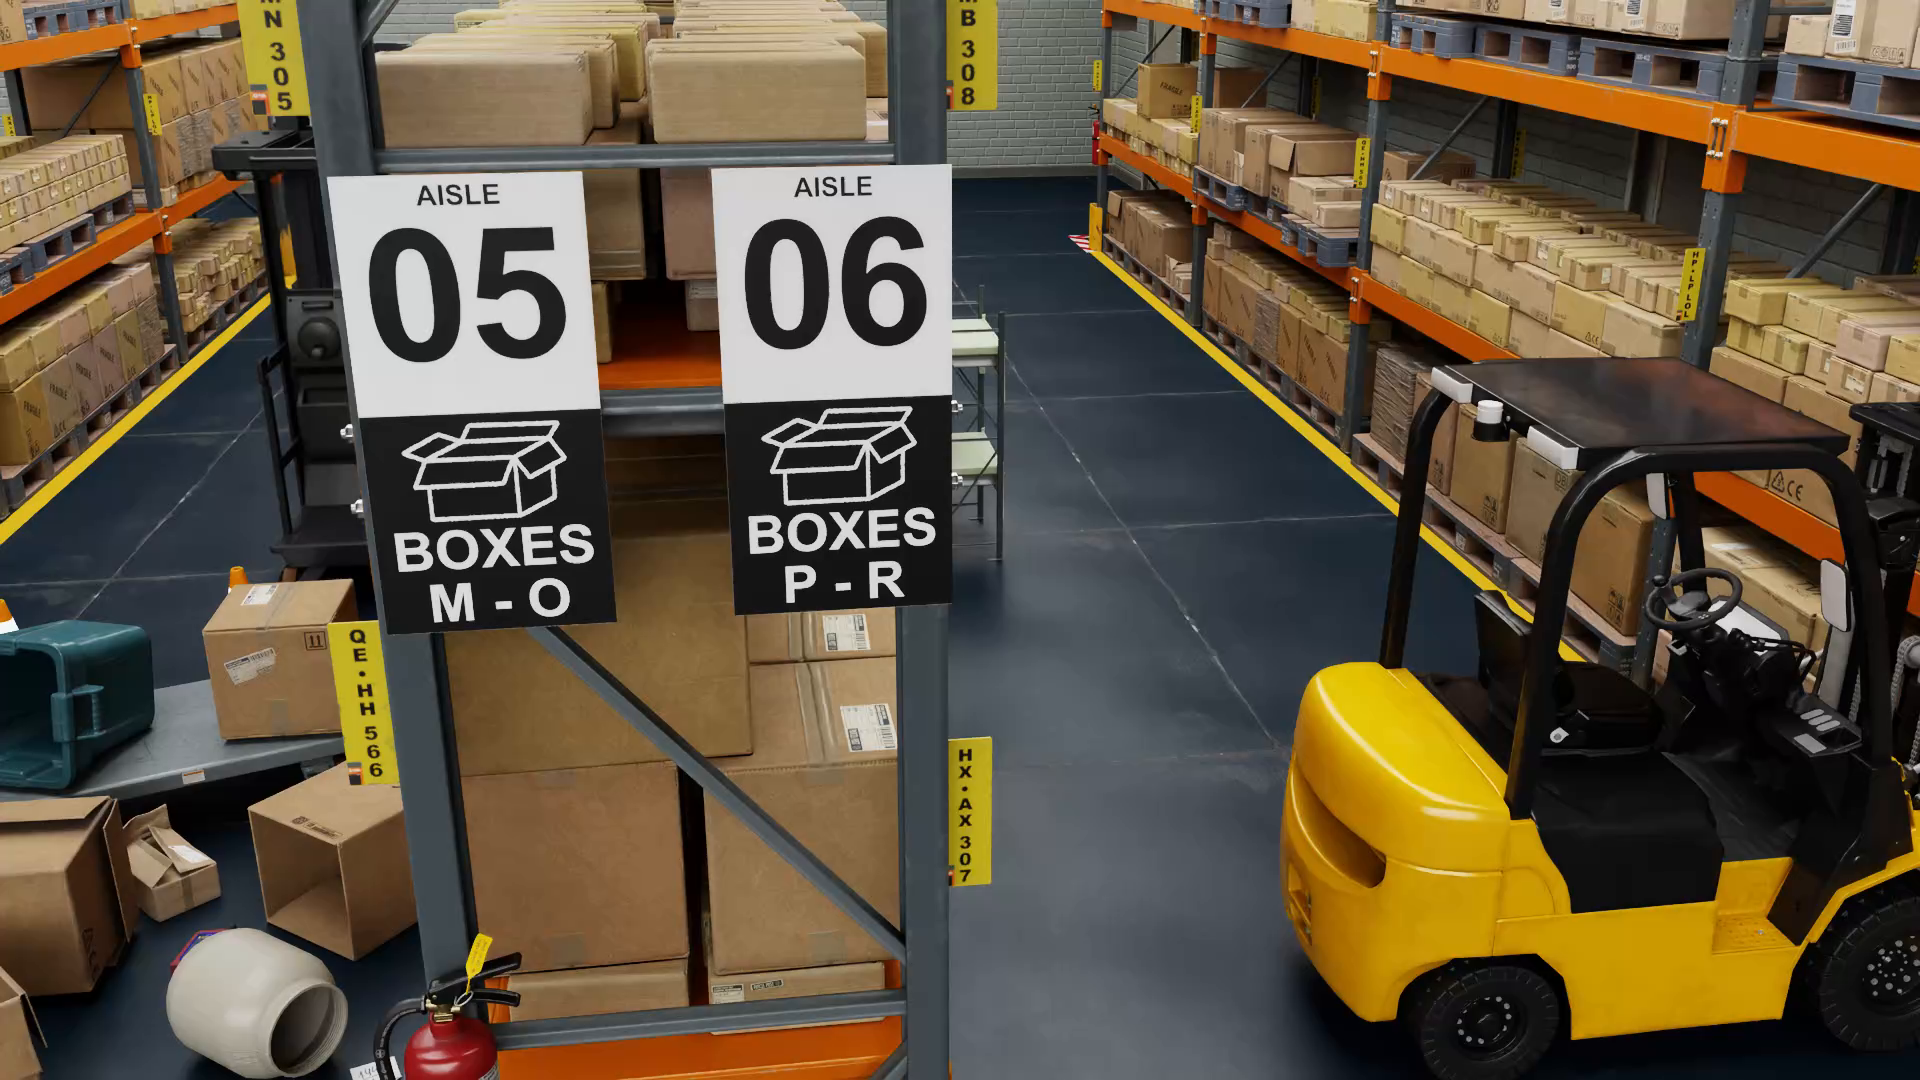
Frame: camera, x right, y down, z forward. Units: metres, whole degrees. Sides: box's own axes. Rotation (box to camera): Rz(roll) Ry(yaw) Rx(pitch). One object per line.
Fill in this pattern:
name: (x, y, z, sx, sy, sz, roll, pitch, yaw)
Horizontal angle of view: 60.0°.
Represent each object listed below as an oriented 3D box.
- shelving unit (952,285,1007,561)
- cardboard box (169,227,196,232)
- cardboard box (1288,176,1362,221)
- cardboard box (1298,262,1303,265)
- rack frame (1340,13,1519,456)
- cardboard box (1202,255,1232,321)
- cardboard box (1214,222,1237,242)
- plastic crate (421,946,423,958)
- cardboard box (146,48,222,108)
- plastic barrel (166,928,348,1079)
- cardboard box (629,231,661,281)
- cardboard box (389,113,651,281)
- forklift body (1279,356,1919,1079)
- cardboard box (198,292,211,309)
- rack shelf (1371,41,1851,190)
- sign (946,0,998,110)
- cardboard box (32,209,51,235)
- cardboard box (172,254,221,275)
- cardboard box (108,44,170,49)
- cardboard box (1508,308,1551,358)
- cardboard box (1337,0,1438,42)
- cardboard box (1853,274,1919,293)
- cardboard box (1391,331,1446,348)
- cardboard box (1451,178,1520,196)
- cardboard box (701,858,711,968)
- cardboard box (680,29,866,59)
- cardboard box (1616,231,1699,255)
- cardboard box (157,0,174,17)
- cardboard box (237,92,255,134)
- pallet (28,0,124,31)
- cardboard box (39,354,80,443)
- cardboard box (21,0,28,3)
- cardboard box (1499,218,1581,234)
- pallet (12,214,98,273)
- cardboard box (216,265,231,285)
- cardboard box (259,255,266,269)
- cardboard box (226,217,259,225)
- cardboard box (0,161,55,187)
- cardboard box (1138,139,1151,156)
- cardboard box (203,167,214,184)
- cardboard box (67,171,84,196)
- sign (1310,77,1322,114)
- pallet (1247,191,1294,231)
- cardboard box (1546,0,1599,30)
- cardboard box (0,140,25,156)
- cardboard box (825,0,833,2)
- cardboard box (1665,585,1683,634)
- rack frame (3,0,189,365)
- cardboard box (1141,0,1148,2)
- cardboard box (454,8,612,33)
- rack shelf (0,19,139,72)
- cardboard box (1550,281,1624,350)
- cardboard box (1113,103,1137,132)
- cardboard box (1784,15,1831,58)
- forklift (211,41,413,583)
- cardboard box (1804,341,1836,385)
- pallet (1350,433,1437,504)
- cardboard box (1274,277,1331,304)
shelving unit: (0.001, -0.700, 9.948, 0.431, 1.500, 0.755, -3, 21, -8)
cardboard box: (-7.907, -3.045, 16.706, 0.380, 0.149, 0.250, -3, 21, -8)
cardboard box: (2.761, -2.529, 12.313, 0.500, 0.250, 0.500, -4, 21, -10)
cardboard box: (3.145, -2.393, 14.381, 0.380, 0.149, 0.250, -4, 21, -10)
rack frame: (3.233, -2.053, 11.426, 1.000, 3.000, 0.127, -3, 21, -8)
cardboard box: (2.504, -2.285, 15.019, 0.500, 0.500, 0.500, -2, 21, -5)
cardboard box: (2.505, -2.773, 14.972, 0.380, 0.149, 0.250, -3, 21, -9)
plastic crate: (-1.686, 1.536, 5.989, 0.402, 0.080, 0.583, -11, 23, -26)
cardboard box: (-7.167, -4.257, 15.331, 0.500, 0.500, 0.500, -4, 21, -10)
plastic barrel: (-2.321, 1.536, 5.498, 0.512, 0.421, 0.421, 12, 24, 30)
cardboard box: (-0.896, -0.698, 3.870, 0.380, 0.149, 0.250, -3, 21, -7)
cardboard box: (-0.865, -0.670, 3.224, 0.500, 0.250, 0.500, -3, 21, -8)
forklift body: (2.308, 0.550, 5.670, 2.313, 2.155, 1.214, -3, 21, -8)
cardboard box: (-7.084, -2.166, 15.203, 0.380, 0.149, 0.250, -3, 21, -9)
rack shelf: (3.522, -2.429, 9.173, 1.077, 0.370, 4.000, -3, 21, -8)
sign: (0.012, -0.874, 2.732, 0.100, 0.325, 0.005, -3, 21, -8)
cardboard box: (-6.620, -2.220, 11.632, 0.380, 0.149, 0.250, -3, 21, -7)
cardboard box: (-7.065, -2.536, 15.344, 0.380, 0.149, 0.250, -2, 21, -7)
cardboard box: (-7.781, -4.417, 15.758, 0.500, 0.500, 0.500, -3, 21, -9)
cardboard box: (3.359, -1.107, 9.106, 0.500, 0.250, 0.500, -3, 21, -7)
cardboard box: (2.919, -3.554, 11.371, 0.500, 0.250, 0.500, -4, 21, -10)
cardboard box: (4.155, -1.063, 7.280, 0.380, 0.149, 0.250, -3, 21, -8)
cardboard box: (3.450, -1.239, 12.219, 0.500, 0.500, 0.500, -2, 21, -6)
cardboard box: (3.481, -2.302, 11.021, 0.380, 0.149, 0.250, -2, 21, -6)
cardboard box: (-0.419, 0.871, 3.955, 0.380, 0.149, 0.250, -3, 21, -7)
cardboard box: (-0.401, -1.002, 3.545, 0.380, 0.149, 0.250, -3, 21, -8)
cardboard box: (3.840, -1.596, 9.131, 0.380, 0.149, 0.250, -3, 21, -8)
cardboard box: (-7.025, -4.583, 14.128, 0.500, 0.250, 0.500, -3, 21, -9)
cardboard box: (-7.326, -4.152, 16.477, 0.500, 0.500, 0.500, -3, 21, -9)
pallet: (-7.155, -4.000, 12.620, 1.213, 0.211, 1.003, -3, 21, -8)
cardboard box: (-6.487, -0.974, 11.510, 0.500, 0.500, 0.500, -3, 21, -7)
cardboard box: (-7.046, -4.011, 11.632, 0.797, 0.503, 0.637, -3, 21, -8)
cardboard box: (3.317, -1.747, 9.537, 0.380, 0.149, 0.250, -3, 21, -8)
pallet: (-6.888, -2.110, 11.854, 1.003, 0.211, 1.213, -3, 21, -8)
cardboard box: (-7.096, -2.490, 15.646, 0.380, 0.149, 0.250, -3, 21, -8)
cardboard box: (-7.295, -2.892, 17.147, 0.380, 0.149, 0.250, -2, 21, -6)
cardboard box: (-7.388, -3.256, 17.271, 0.380, 0.149, 0.250, -3, 21, -7)
cardboard box: (-6.660, -2.586, 11.761, 0.380, 0.149, 0.250, -3, 21, -9)
cardboard box: (2.051, -4.039, 17.102, 0.380, 0.149, 0.250, -2, 21, -7)
cardboard box: (-7.093, -3.352, 15.263, 0.380, 0.149, 0.250, -2, 21, -5)
cardboard box: (-6.733, -2.631, 12.306, 0.380, 0.149, 0.250, -4, 21, -11)
sign: (3.205, -4.010, 15.010, 0.100, 0.325, 0.005, -3, 21, -8)
pallet: (2.948, -2.636, 13.262, 1.003, 0.211, 1.213, -3, 21, -8)
cardboard box: (3.354, -2.779, 8.468, 0.500, 0.311, 0.500, -4, 21, -10)
cardboard box: (-7.490, -3.004, 12.880, 0.380, 0.149, 0.250, -2, 21, -6)
cardboard box: (-0.610, -1.715, 5.453, 0.380, 0.149, 0.250, -2, 21, -6)
cardboard box: (3.574, 0.372, 7.548, 0.500, 0.250, 0.500, -3, 21, -8)
rack frame: (-7.138, -2.902, 13.698, 1.000, 3.000, 0.127, -3, 21, -8)
cardboard box: (2.021, -5.453, 16.600, 0.380, 0.149, 0.250, -3, 21, -8)
cardboard box: (-1.120, -1.324, 4.407, 0.380, 0.149, 0.250, -2, 21, -6)
rack shelf: (-6.850, -3.278, 11.446, 1.077, 0.370, 4.000, -3, 21, -8)
cardboard box: (3.405, -1.167, 8.554, 0.500, 0.250, 0.500, -3, 21, -9)
cardboard box: (1.952, -4.547, 17.892, 0.500, 0.250, 0.500, -3, 21, -7)
cardboard box: (3.574, -2.029, 6.689, 0.380, 0.149, 0.250, -2, 21, -7)
forklift: (-3.291, -1.184, 9.198, 1.130, 2.935, 3.031, -2, 21, -6)
cardboard box: (3.700, -0.717, 6.779, 0.380, 0.149, 0.250, -3, 21, -8)
pallet: (3.313, -0.460, 11.146, 1.003, 0.211, 1.213, -3, 21, -8)
cardboard box: (2.748, -2.002, 13.333, 0.380, 0.149, 0.250, -4, 21, -10)
